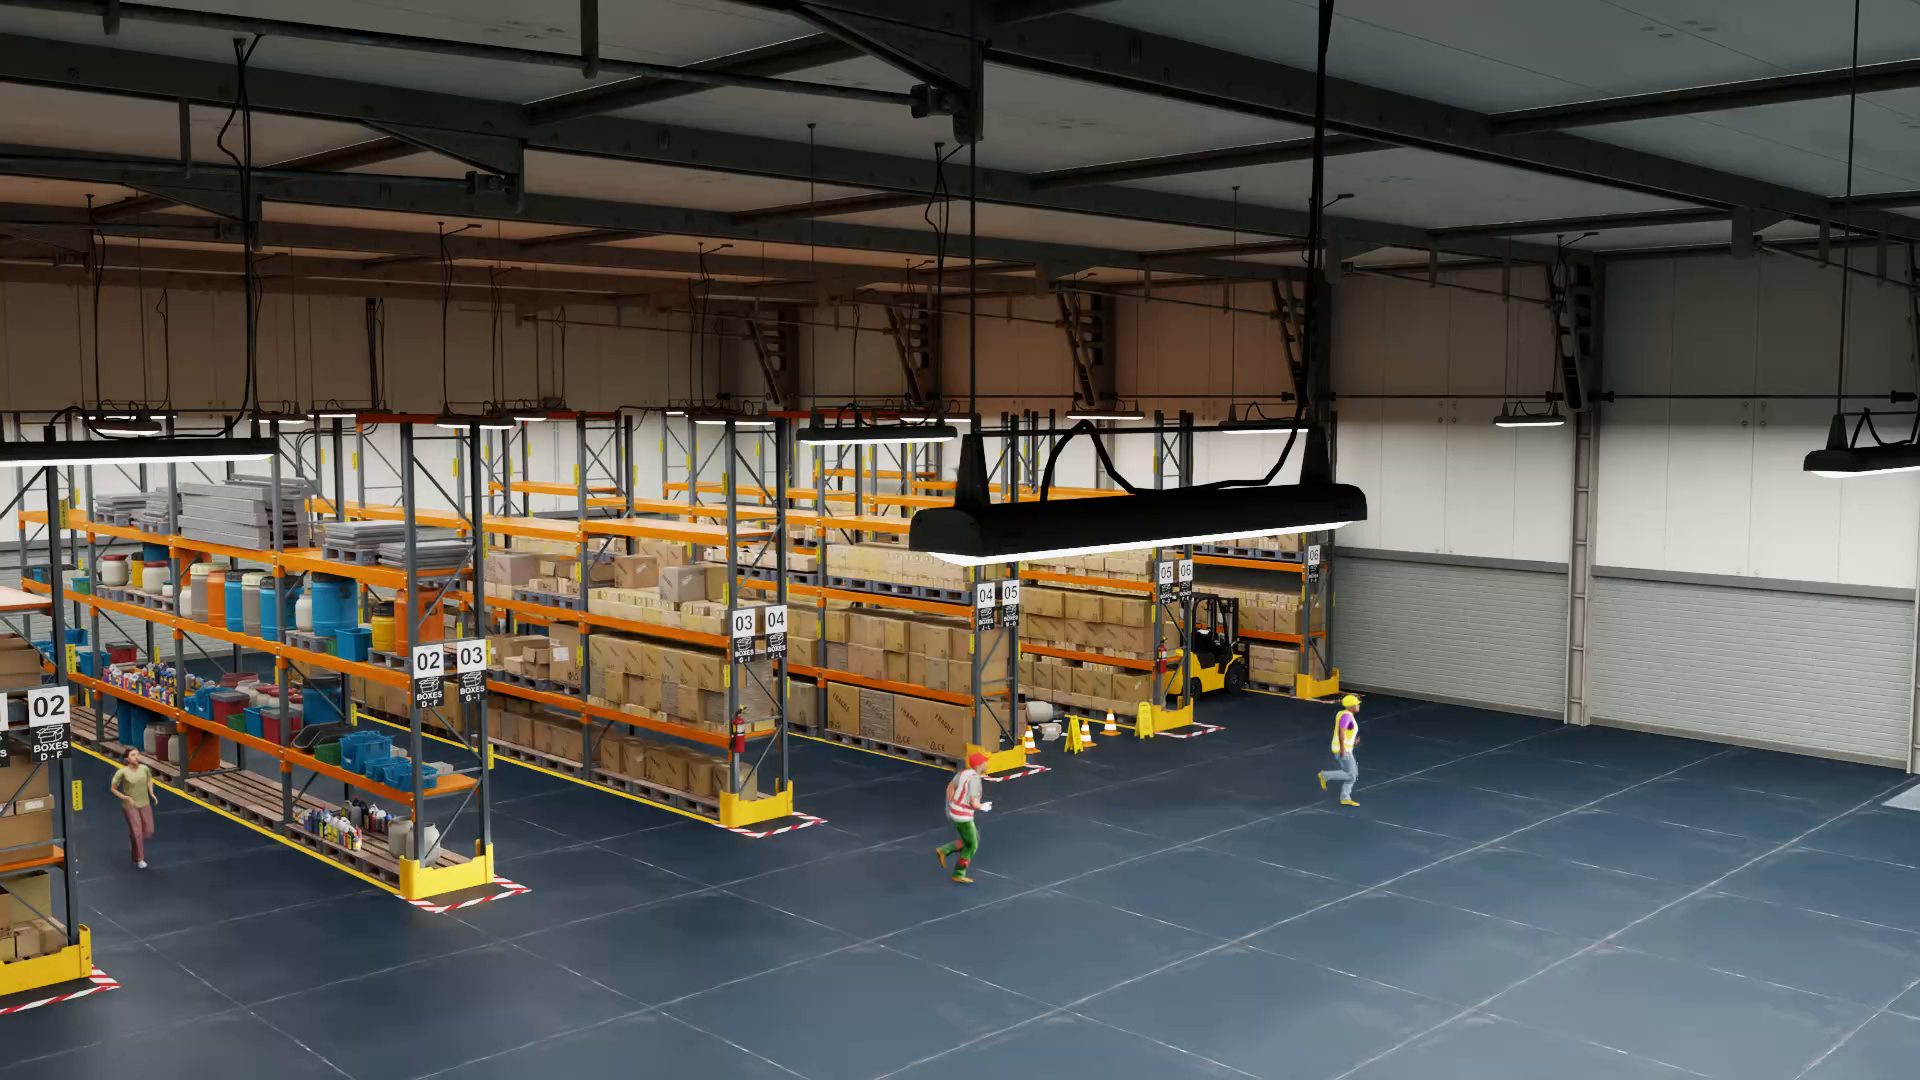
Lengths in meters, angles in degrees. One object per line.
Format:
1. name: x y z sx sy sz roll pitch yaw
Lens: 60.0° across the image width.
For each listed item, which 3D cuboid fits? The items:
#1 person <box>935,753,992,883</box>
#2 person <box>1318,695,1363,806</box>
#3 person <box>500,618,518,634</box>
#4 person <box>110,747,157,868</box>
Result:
1. person: 0.051 3.620 21.571 0.740 1.726 0.632 -1 5 -11
2. person: 5.895 3.261 25.745 0.704 1.719 0.738 0 5 6
3. person: -11.344 1.895 41.712 0.524 1.616 0.829 1 5 12
4. person: -11.098 3.585 22.378 0.509 1.630 0.581 4 6 39
